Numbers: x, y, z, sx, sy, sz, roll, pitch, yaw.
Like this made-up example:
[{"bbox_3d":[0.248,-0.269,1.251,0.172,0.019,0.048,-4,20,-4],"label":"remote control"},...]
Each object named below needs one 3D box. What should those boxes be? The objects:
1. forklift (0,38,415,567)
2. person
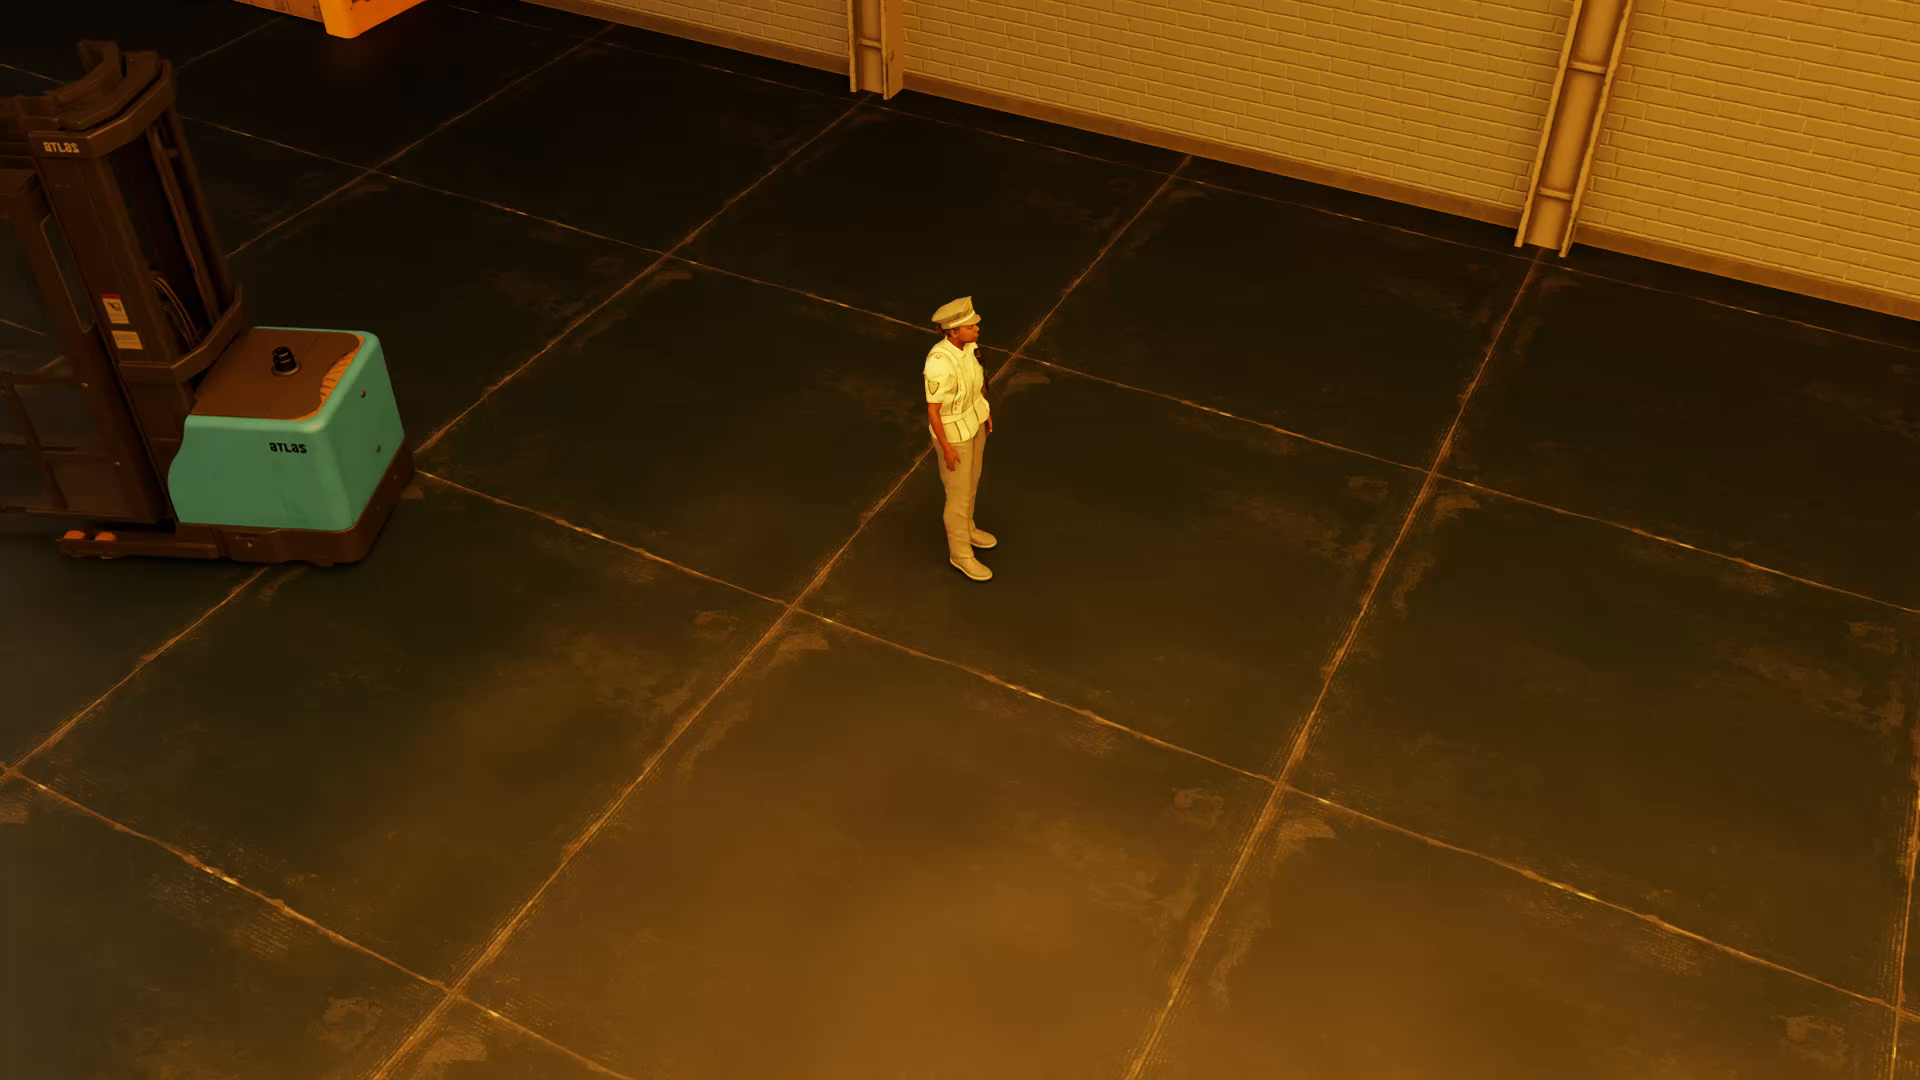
[{"bbox_3d":[-5.056,-1.341,9.579,3.031,2.935,1.130,3,40,4],"label":"forklift"},{"bbox_3d":[0.057,-0.620,9.671,0.530,1.695,0.569,18,43,21],"label":"person"}]
